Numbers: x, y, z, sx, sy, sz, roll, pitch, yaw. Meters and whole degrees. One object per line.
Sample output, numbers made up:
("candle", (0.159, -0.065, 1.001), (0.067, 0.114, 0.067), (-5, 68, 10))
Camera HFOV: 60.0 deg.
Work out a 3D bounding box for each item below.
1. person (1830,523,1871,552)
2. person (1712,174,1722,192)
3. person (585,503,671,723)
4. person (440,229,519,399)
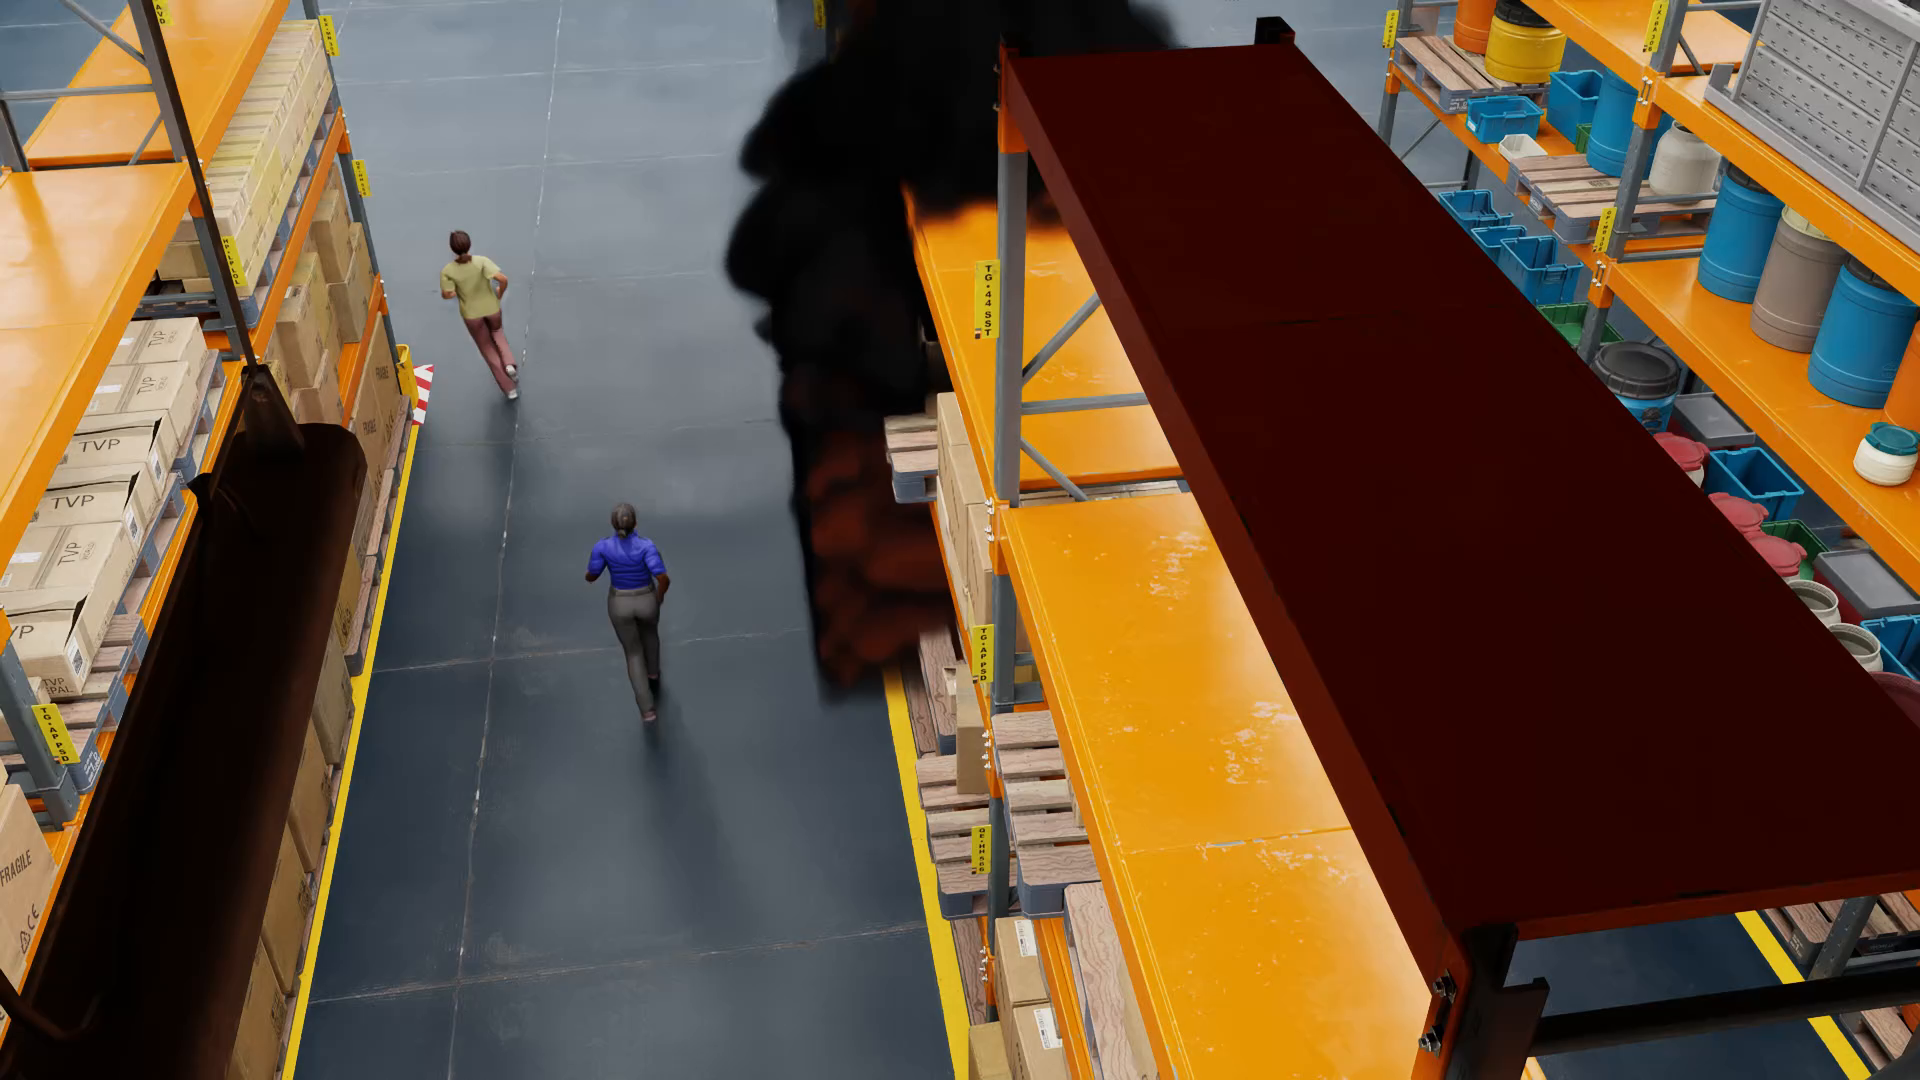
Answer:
("person", (6.607, -0.016, 12.014), (0.692, 1.720, 0.589), (-8, 37, -11))
("person", (7.925, -4.307, 17.837), (0.924, 1.782, 0.692), (14, 38, 18))
("person", (-2.246, 0.494, 11.397), (0.556, 1.704, 0.811), (-8, 37, -11))
("person", (-4.301, -2.026, 14.833), (0.552, 1.633, 0.563), (-17, 40, -22))
